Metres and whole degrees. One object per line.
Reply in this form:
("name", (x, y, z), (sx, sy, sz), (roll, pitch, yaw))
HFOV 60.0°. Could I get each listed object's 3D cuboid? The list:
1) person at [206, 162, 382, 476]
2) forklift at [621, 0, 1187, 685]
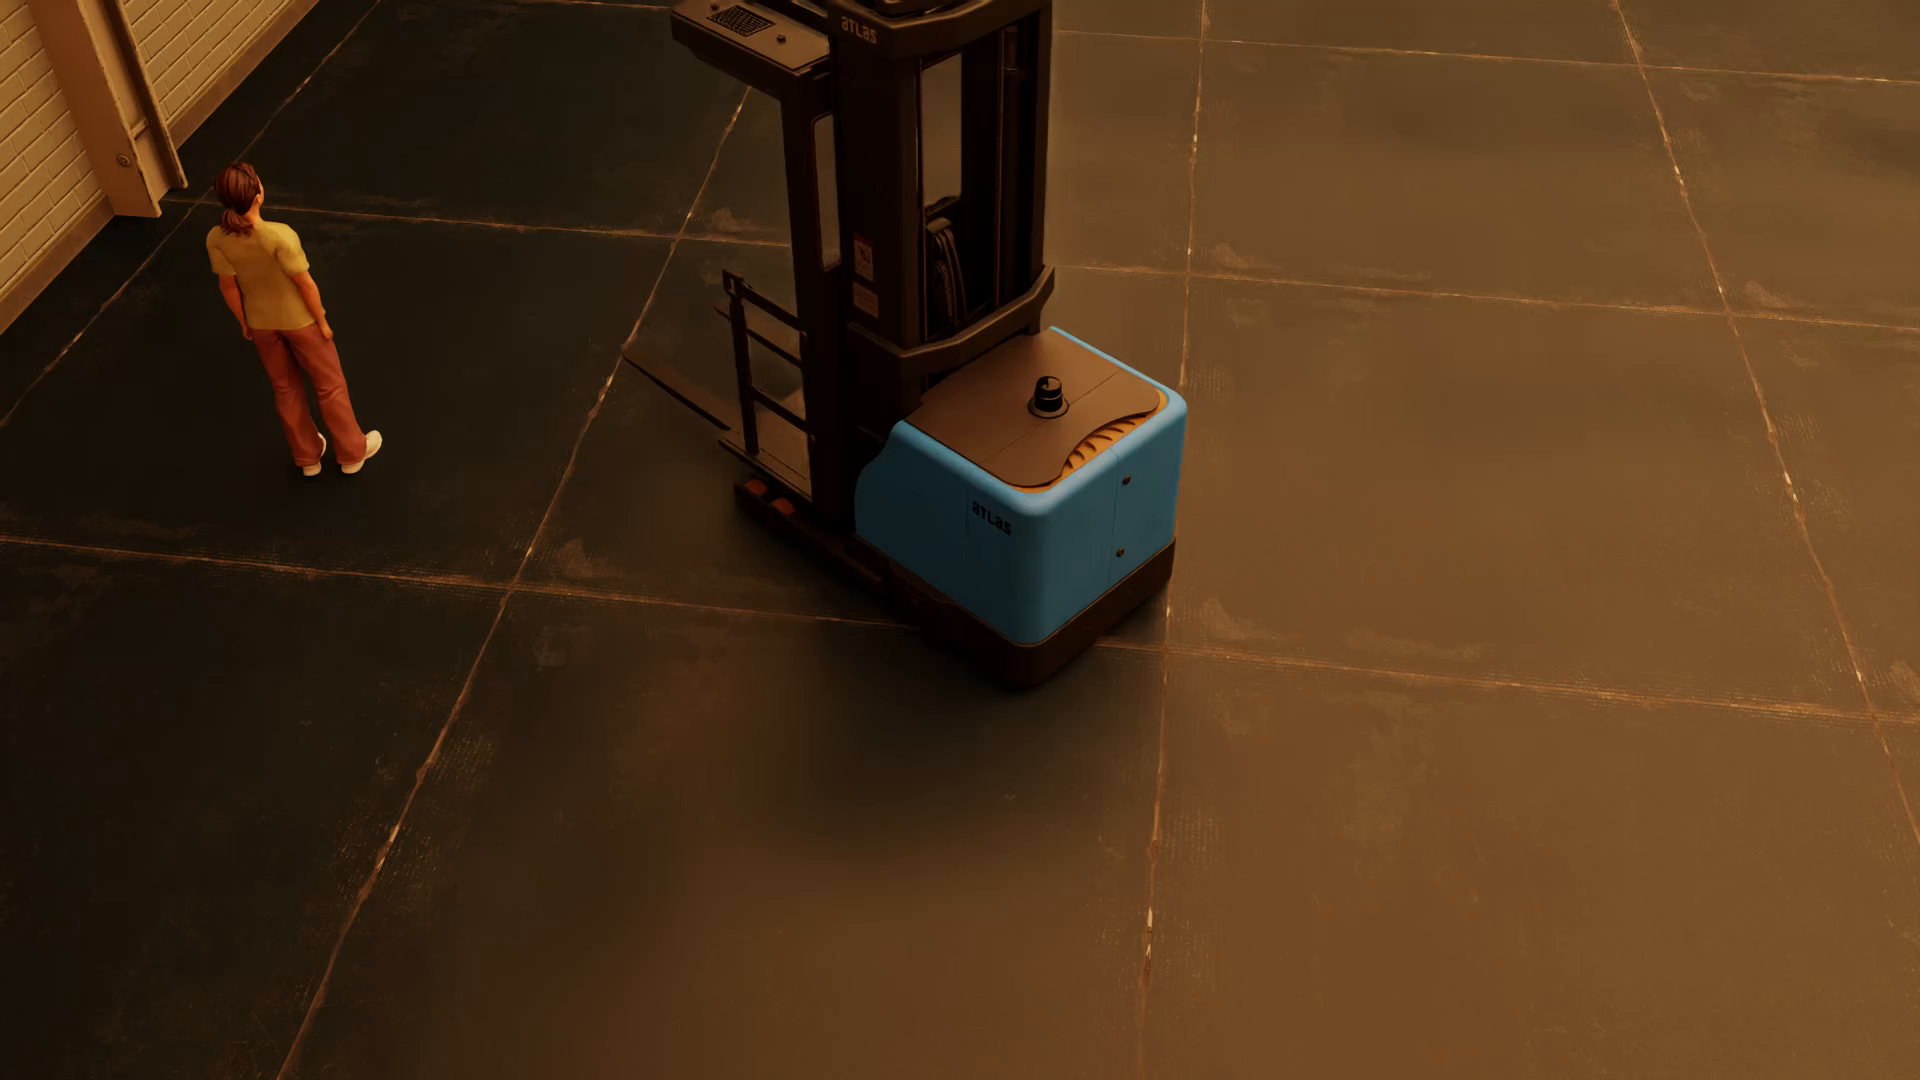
("person", (-3.141, -1.013, 7.758), (0.429, 1.672, 0.370), (1, 43, 1))
("forklift", (-0.439, -1.342, 7.185), (3.031, 2.935, 1.130), (33, 52, 31))
